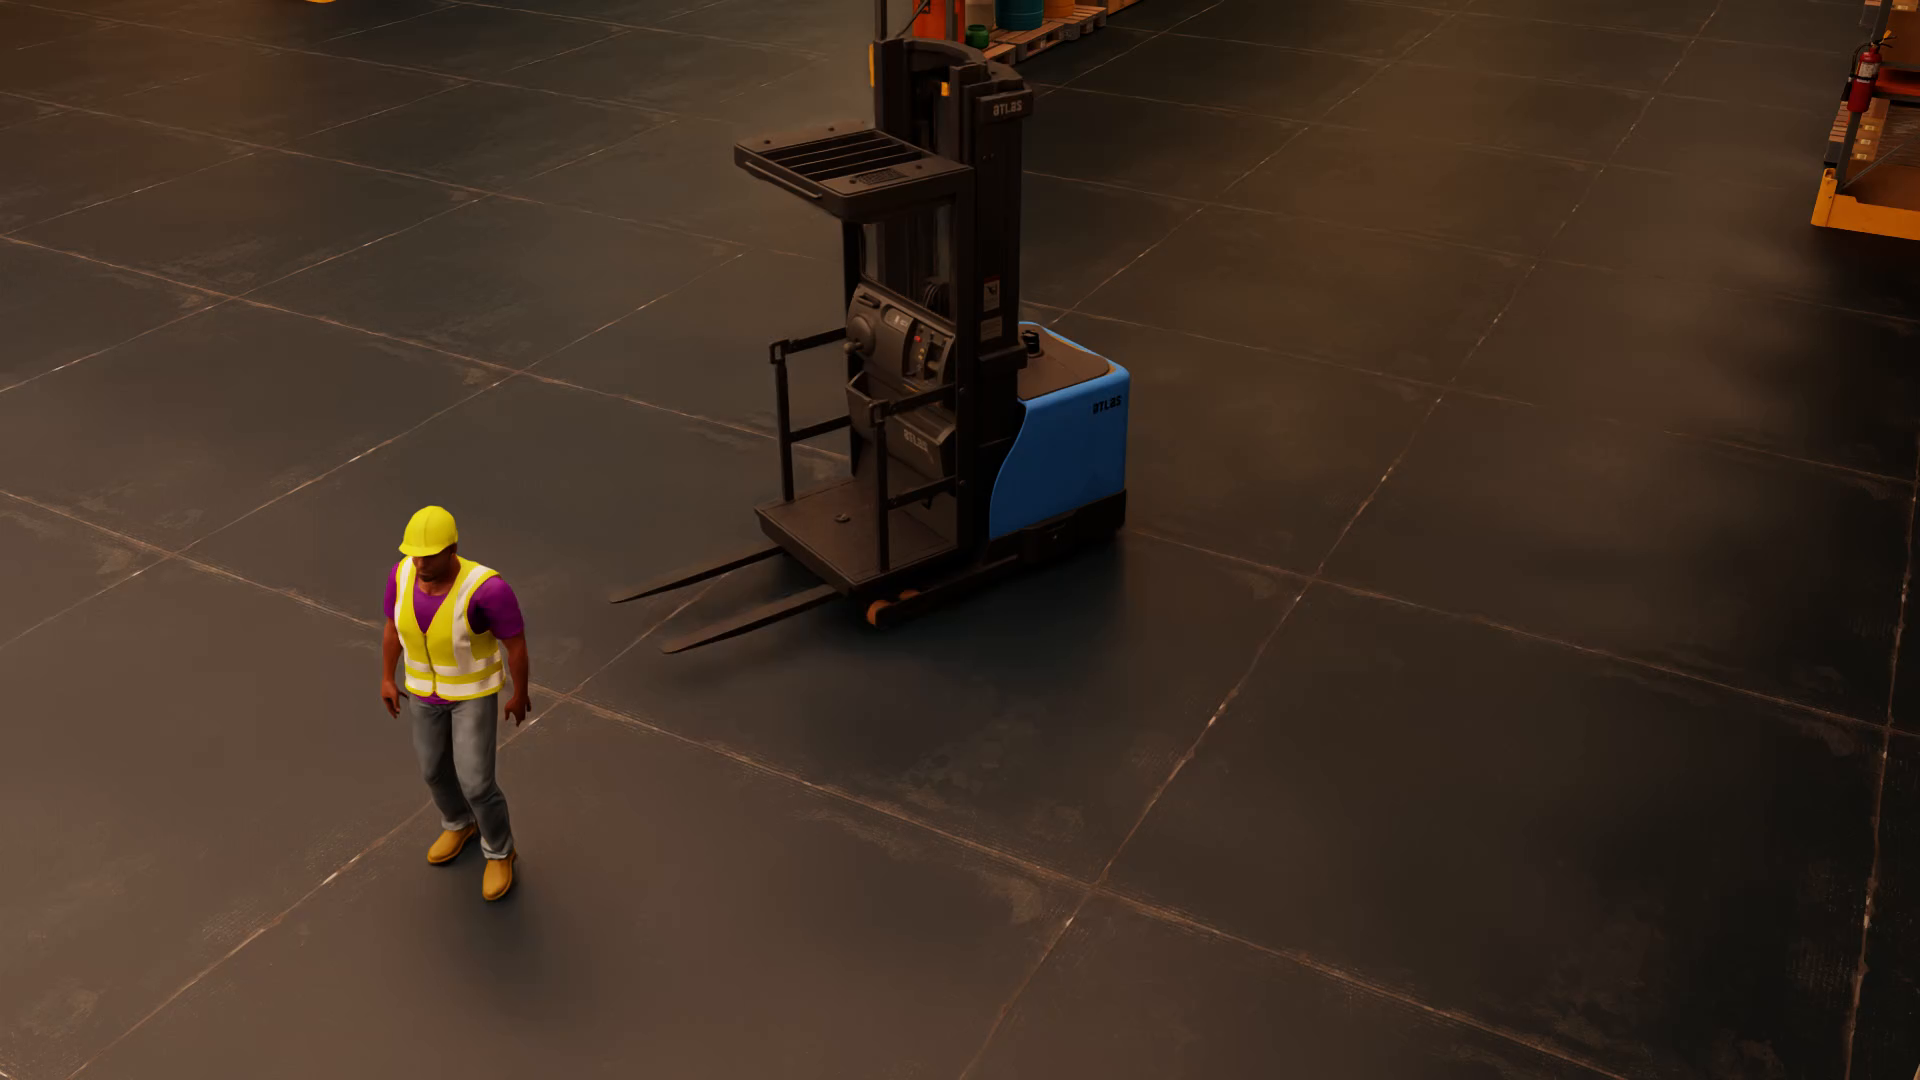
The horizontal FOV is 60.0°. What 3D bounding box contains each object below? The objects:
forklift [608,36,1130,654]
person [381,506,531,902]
[{"bbox_3d":[-0.495,-1.075,8.933,3.031,2.935,1.130,-20,36,-31],"label":"forklift"},{"bbox_3d":[-2.188,0.673,7.084,0.657,1.756,0.514,8,31,14],"label":"person"}]
